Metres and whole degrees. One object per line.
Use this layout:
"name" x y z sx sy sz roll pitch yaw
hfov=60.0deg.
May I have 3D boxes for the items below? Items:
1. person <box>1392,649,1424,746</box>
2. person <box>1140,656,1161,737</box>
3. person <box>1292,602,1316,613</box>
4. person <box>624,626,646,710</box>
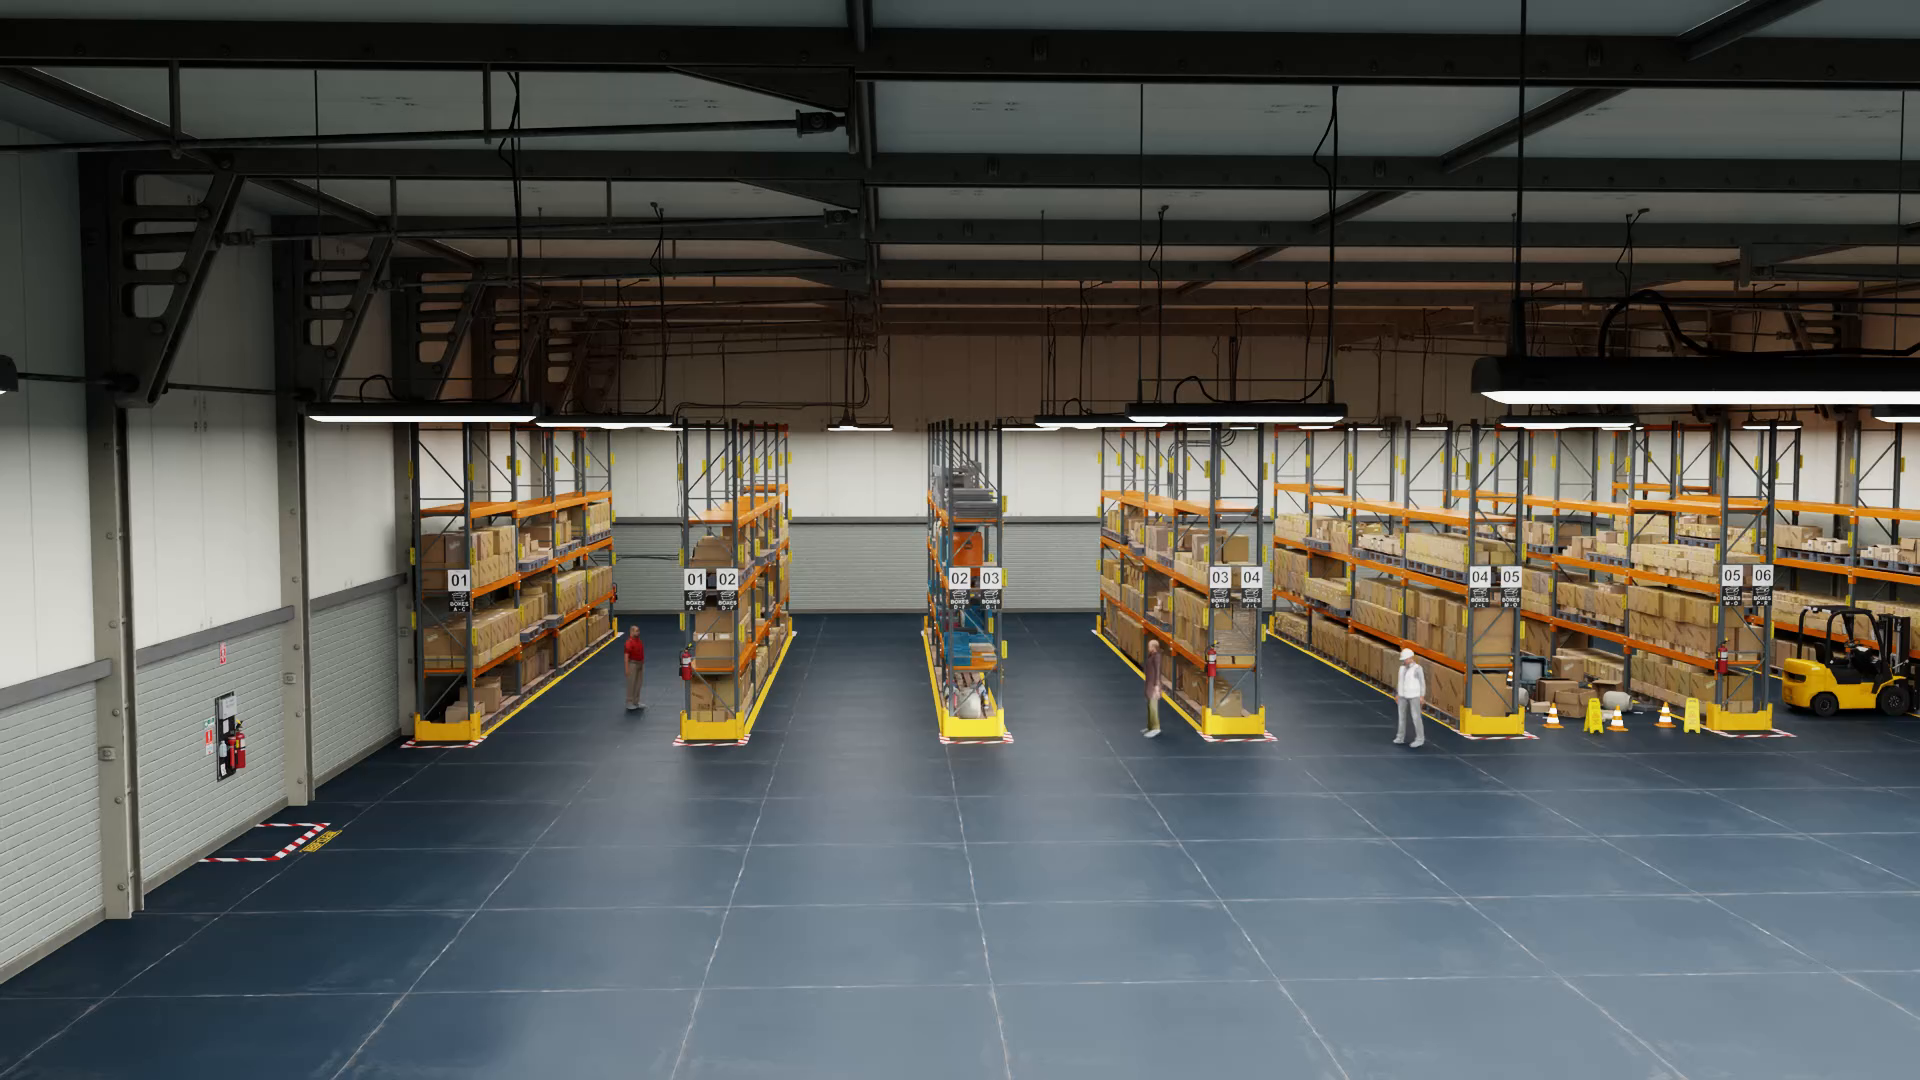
"person" 8.232 2.875 30.572 0.428 1.769 0.579 -3 5 -37
"person" 3.634 2.942 31.648 0.395 1.569 0.643 0 4 0
"person" 10.276 1.747 49.895 0.858 1.536 0.625 -3 4 -35
"person" -6.756 2.647 34.587 0.364 1.735 0.651 1 4 16
